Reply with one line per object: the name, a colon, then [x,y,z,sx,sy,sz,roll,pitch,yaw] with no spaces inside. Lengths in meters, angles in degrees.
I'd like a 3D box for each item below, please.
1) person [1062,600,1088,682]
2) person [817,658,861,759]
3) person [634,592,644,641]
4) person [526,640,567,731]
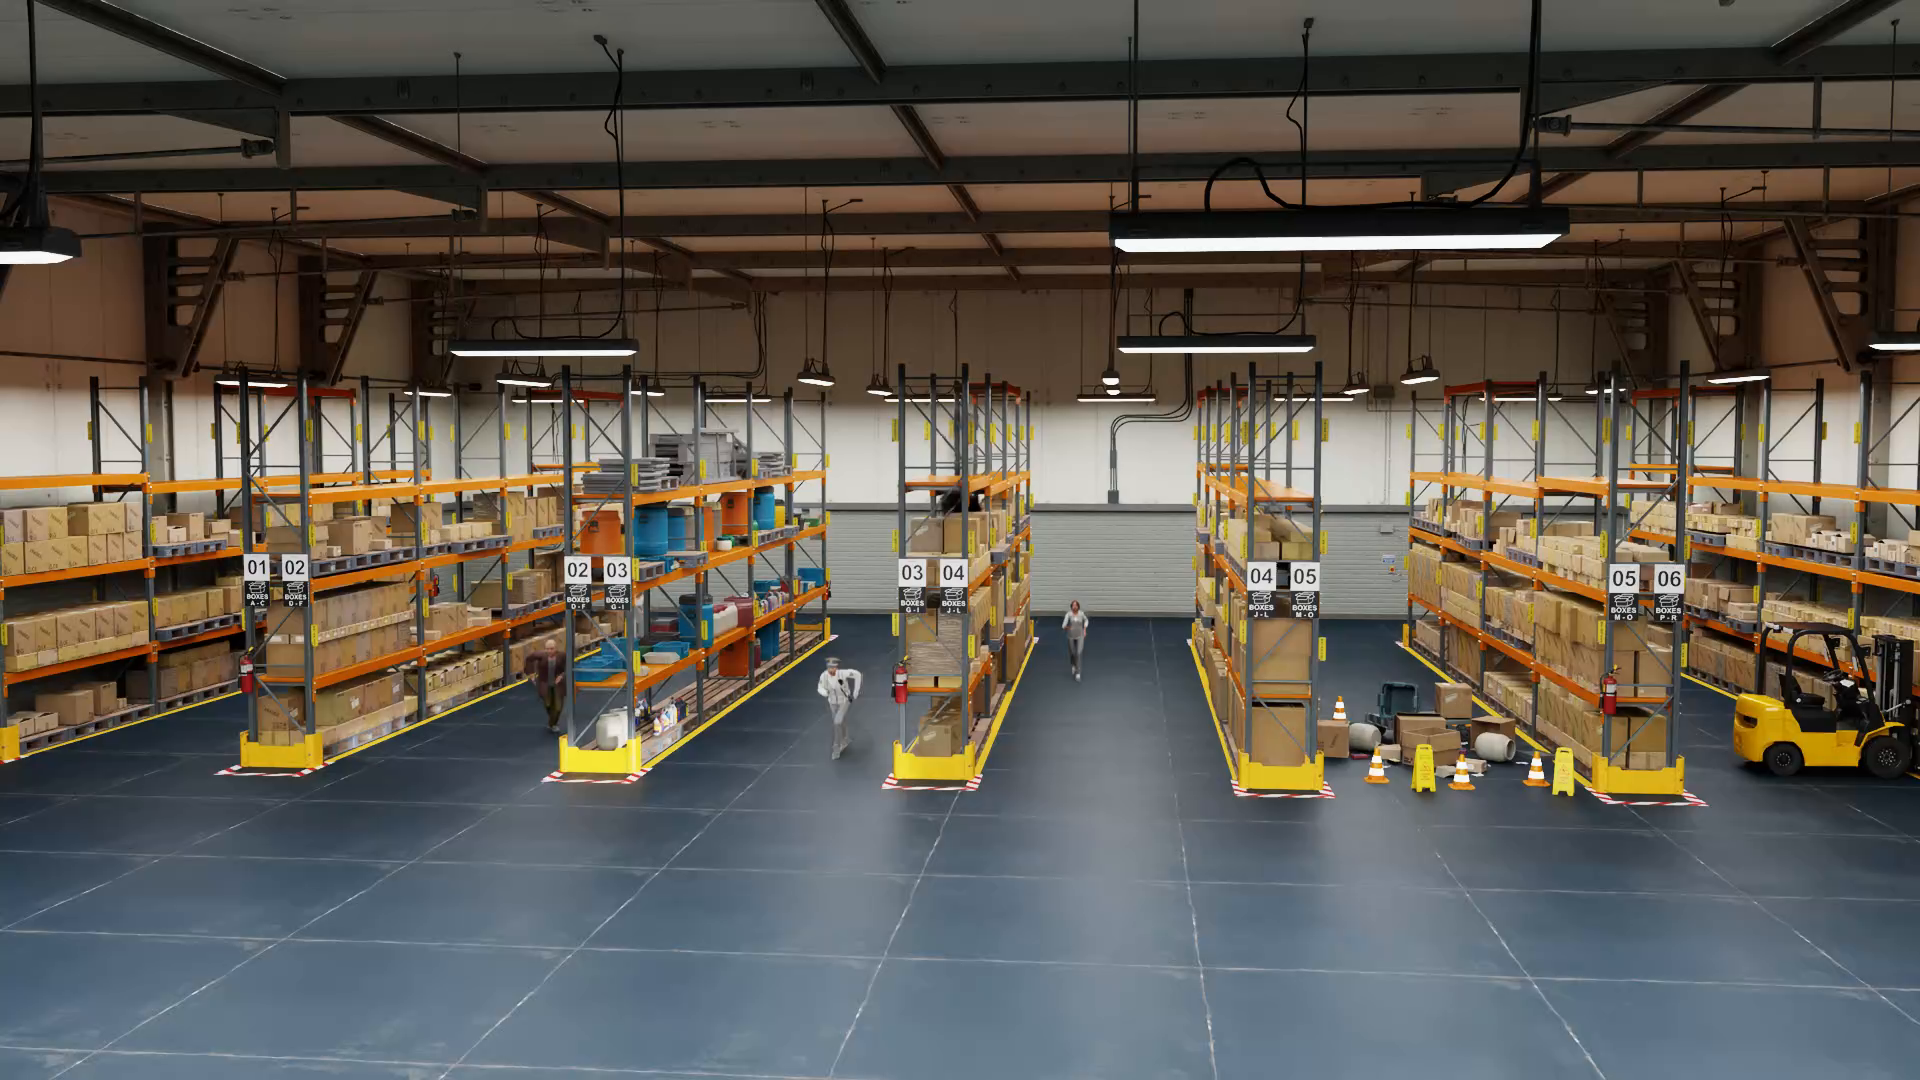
person: [2.344,2.022,33.842,0.537,1.609,0.875,0,4,2]
person: [-1.845,2.589,25.821,0.654,1.613,0.949,1,4,15]
person: [-7.144,1.822,36.878,0.547,1.654,0.877,0,4,-3]
person: [-6.858,2.432,27.729,0.735,1.595,0.871,-1,4,-15]
